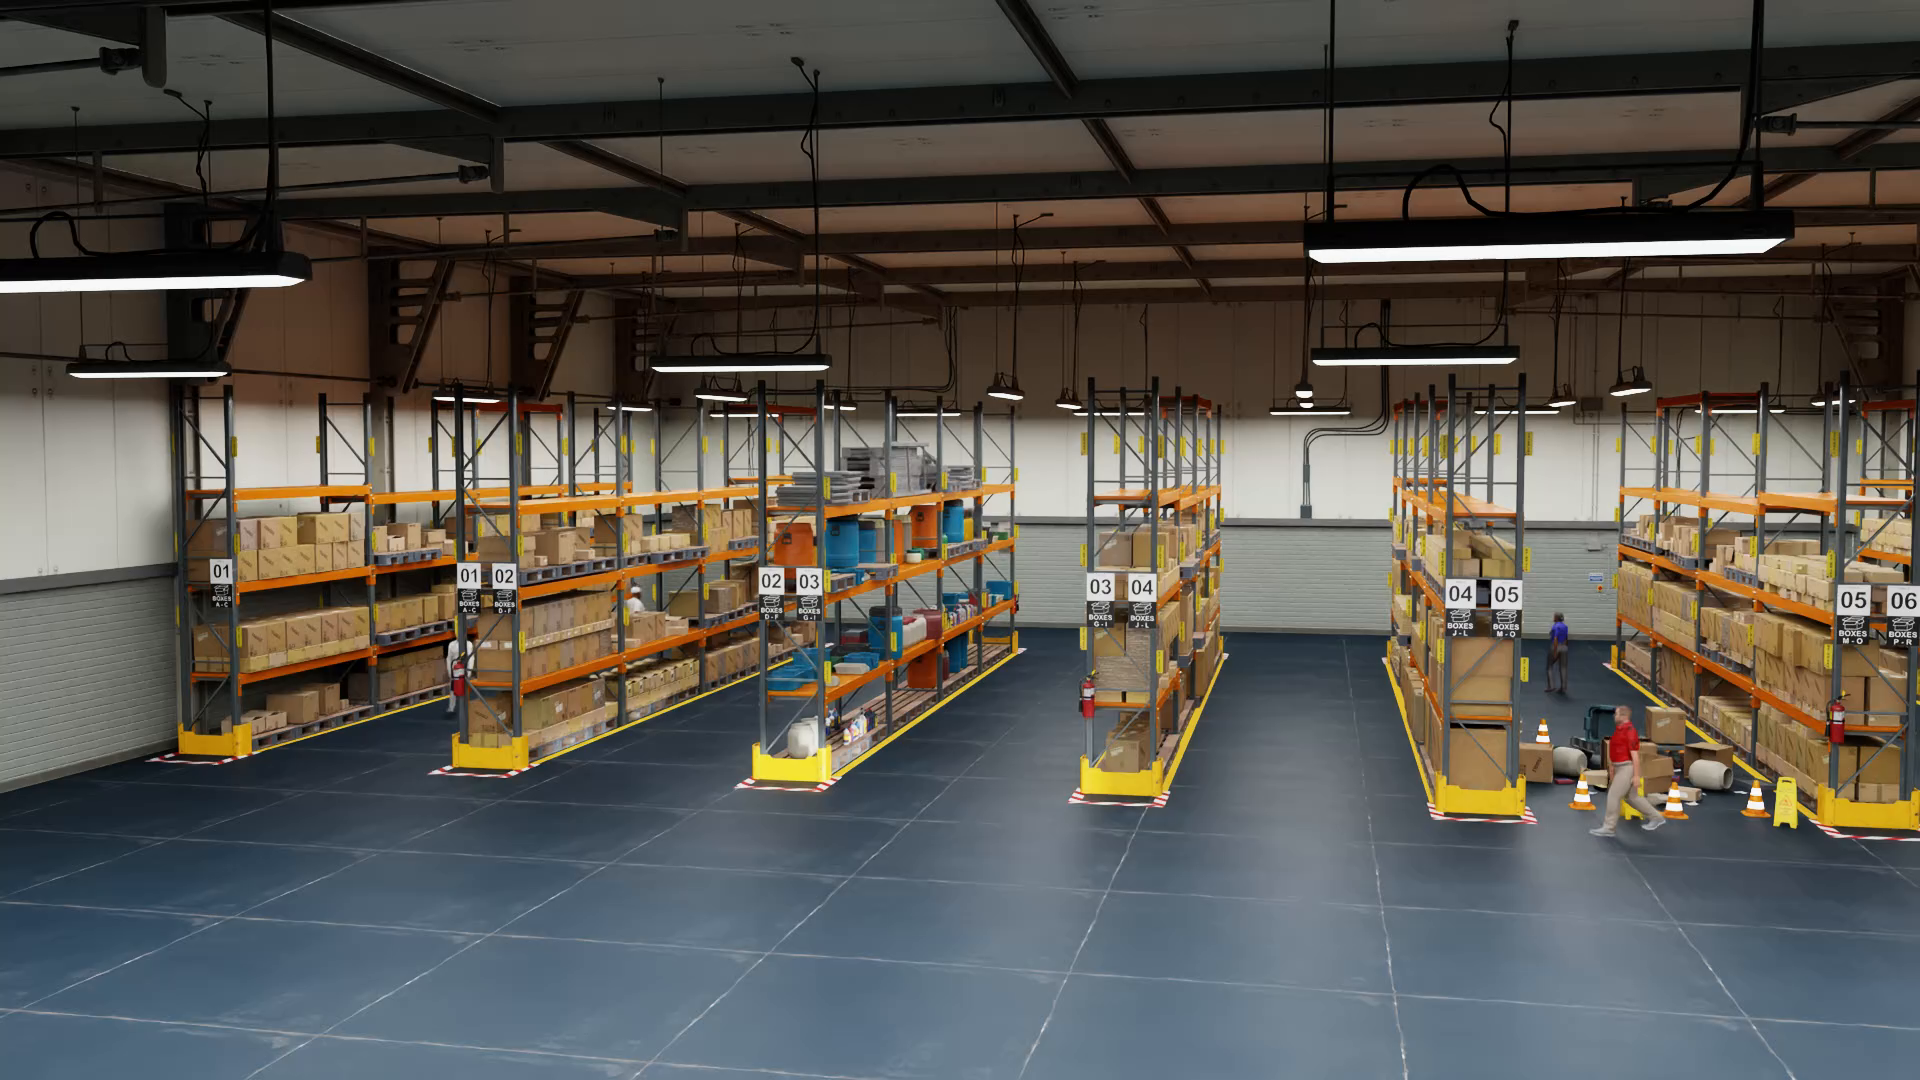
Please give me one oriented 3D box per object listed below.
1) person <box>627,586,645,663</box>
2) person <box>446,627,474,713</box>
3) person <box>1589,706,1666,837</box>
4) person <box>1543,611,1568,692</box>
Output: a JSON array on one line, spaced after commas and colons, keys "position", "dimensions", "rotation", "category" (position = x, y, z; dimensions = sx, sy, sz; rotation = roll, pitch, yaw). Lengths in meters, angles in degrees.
[{"position": [-7.526, 1.955, 38.538], "dimensions": [0.580, 1.750, 0.484], "rotation": [2, 4, 33], "category": "person"}, {"position": [-9.341, 2.424, 31.074], "dimensions": [0.517, 1.624, 1.027], "rotation": [-1, 3, -17], "category": "person"}, {"position": [8.578, 2.956, 21.325], "dimensions": [1.016, 1.680, 0.580], "rotation": [0, 3, 3], "category": "person"}, {"position": [12.198, 2.308, 33.840], "dimensions": [0.452, 1.698, 0.556], "rotation": [0, 3, -6], "category": "person"}]
